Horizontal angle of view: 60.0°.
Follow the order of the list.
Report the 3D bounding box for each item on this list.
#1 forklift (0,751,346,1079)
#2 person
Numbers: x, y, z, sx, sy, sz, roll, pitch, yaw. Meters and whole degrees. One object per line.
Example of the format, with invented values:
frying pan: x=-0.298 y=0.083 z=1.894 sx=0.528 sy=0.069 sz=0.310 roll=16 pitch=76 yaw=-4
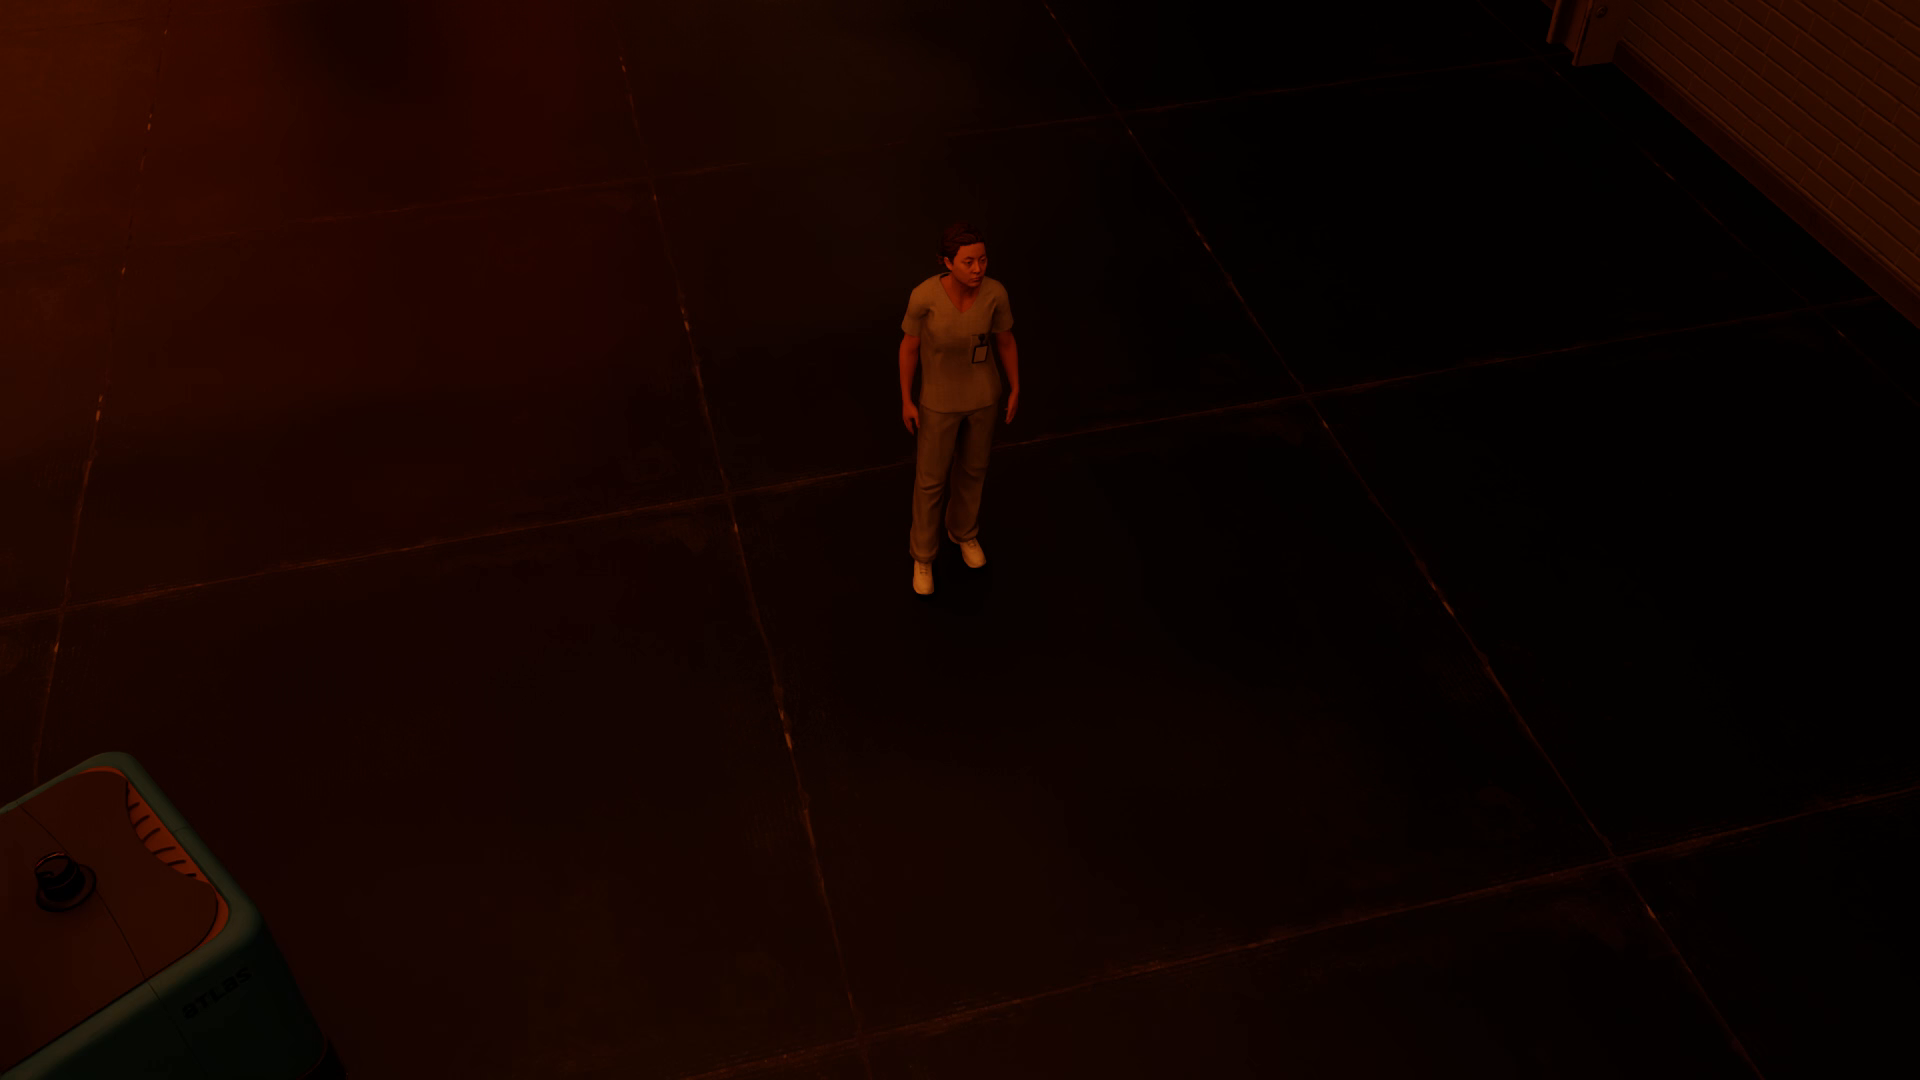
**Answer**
forklift: x=-3.503 y=1.338 z=4.229 sx=3.031 sy=2.935 sz=1.130 roll=-34 pitch=53 yaw=-31
person: x=0.006 y=-0.563 z=7.144 sx=0.549 sy=1.673 sz=0.548 roll=-10 pitch=44 yaw=-11
